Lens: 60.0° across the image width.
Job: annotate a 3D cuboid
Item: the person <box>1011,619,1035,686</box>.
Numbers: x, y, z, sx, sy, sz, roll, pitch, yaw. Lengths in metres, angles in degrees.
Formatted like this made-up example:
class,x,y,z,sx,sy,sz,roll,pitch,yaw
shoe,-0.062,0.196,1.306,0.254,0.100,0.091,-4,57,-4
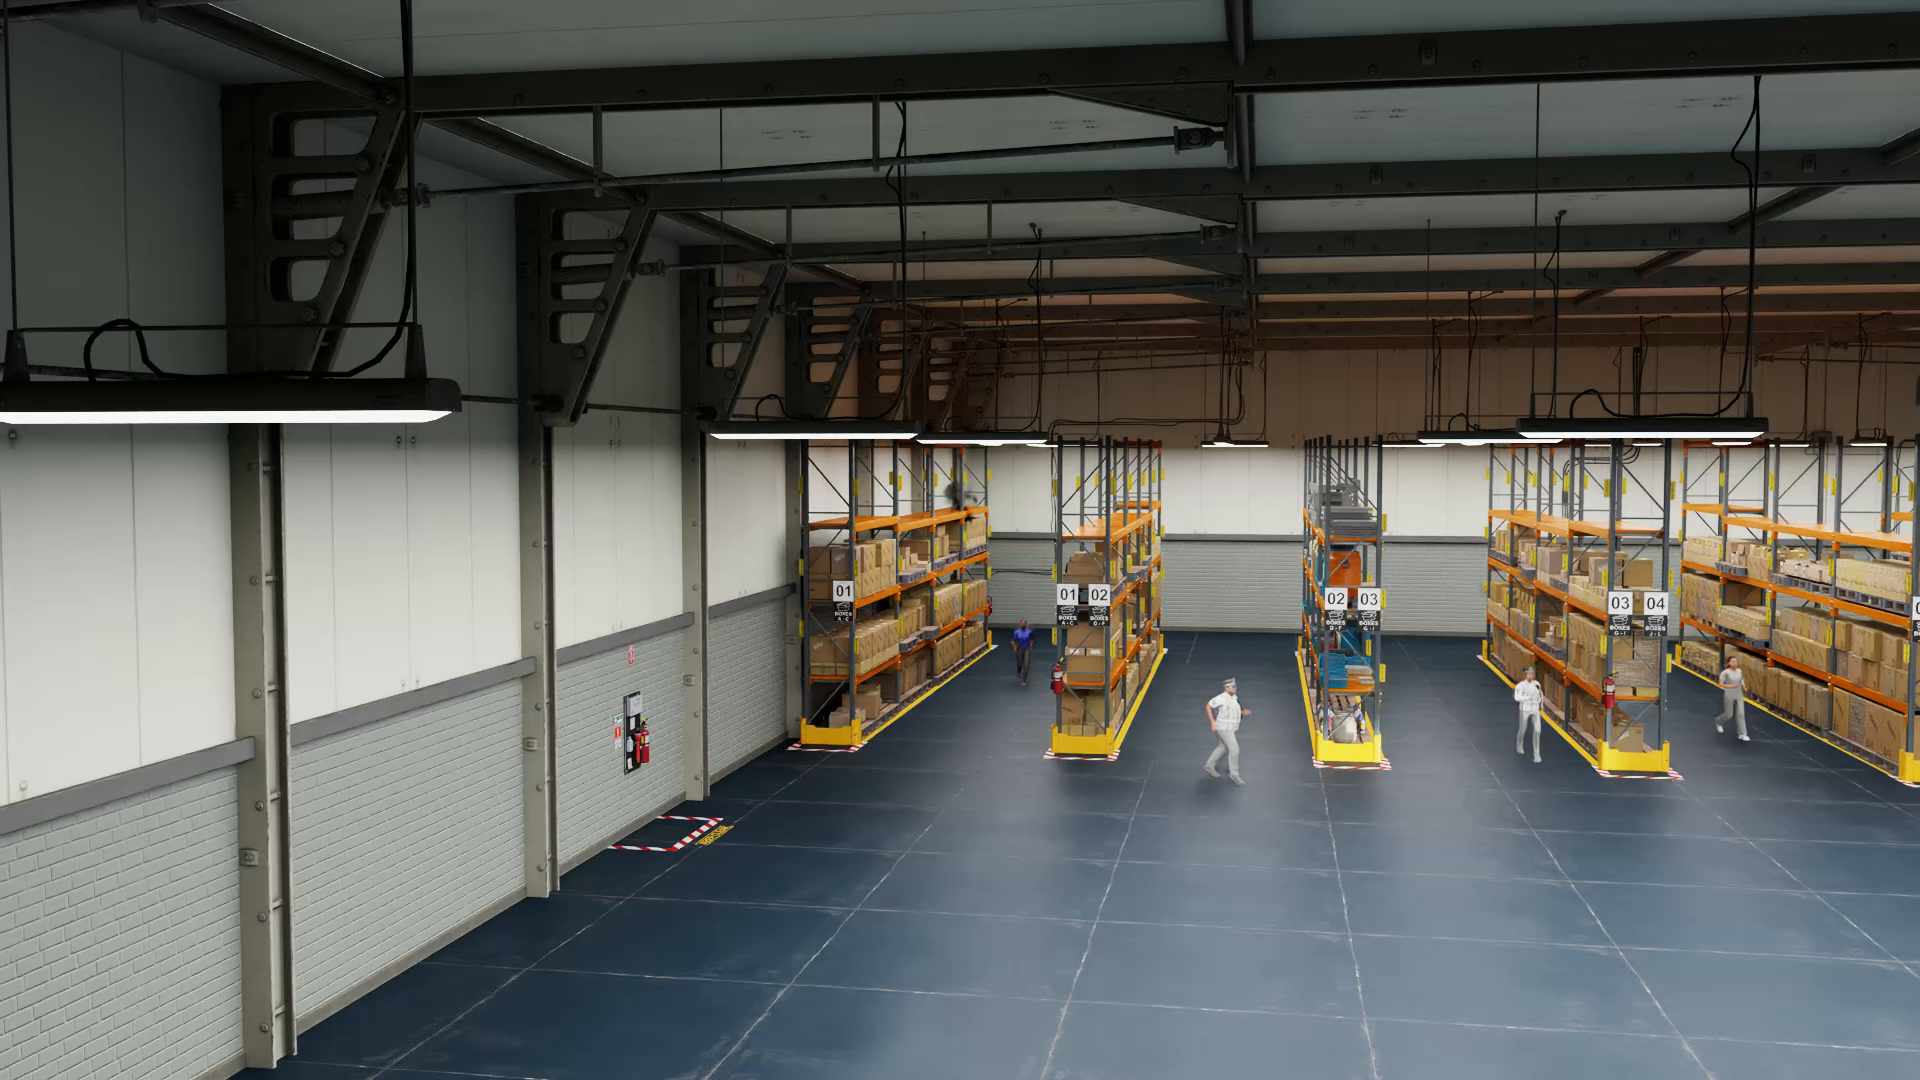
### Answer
class,x,y,z,sx,sy,sz,roll,pitch,yaw
person,1.543,2.732,40.556,0.575,1.618,0.611,0,3,-4

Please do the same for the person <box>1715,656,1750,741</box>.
class,x,y,z,sx,sy,sz,roll,pitch,yaw
person,15.259,3.090,32.767,0.582,1.611,1.076,0,3,-2

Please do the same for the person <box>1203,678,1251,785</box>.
class,x,y,z,sx,sy,sz,roll,pitch,yaw
person,4.594,3.283,28.653,0.873,1.837,0.636,2,4,33

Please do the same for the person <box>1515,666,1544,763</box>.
class,x,y,z,sx,sy,sz,roll,pitch,yaw
person,10.550,3.197,30.819,0.590,1.736,0.807,0,3,3
